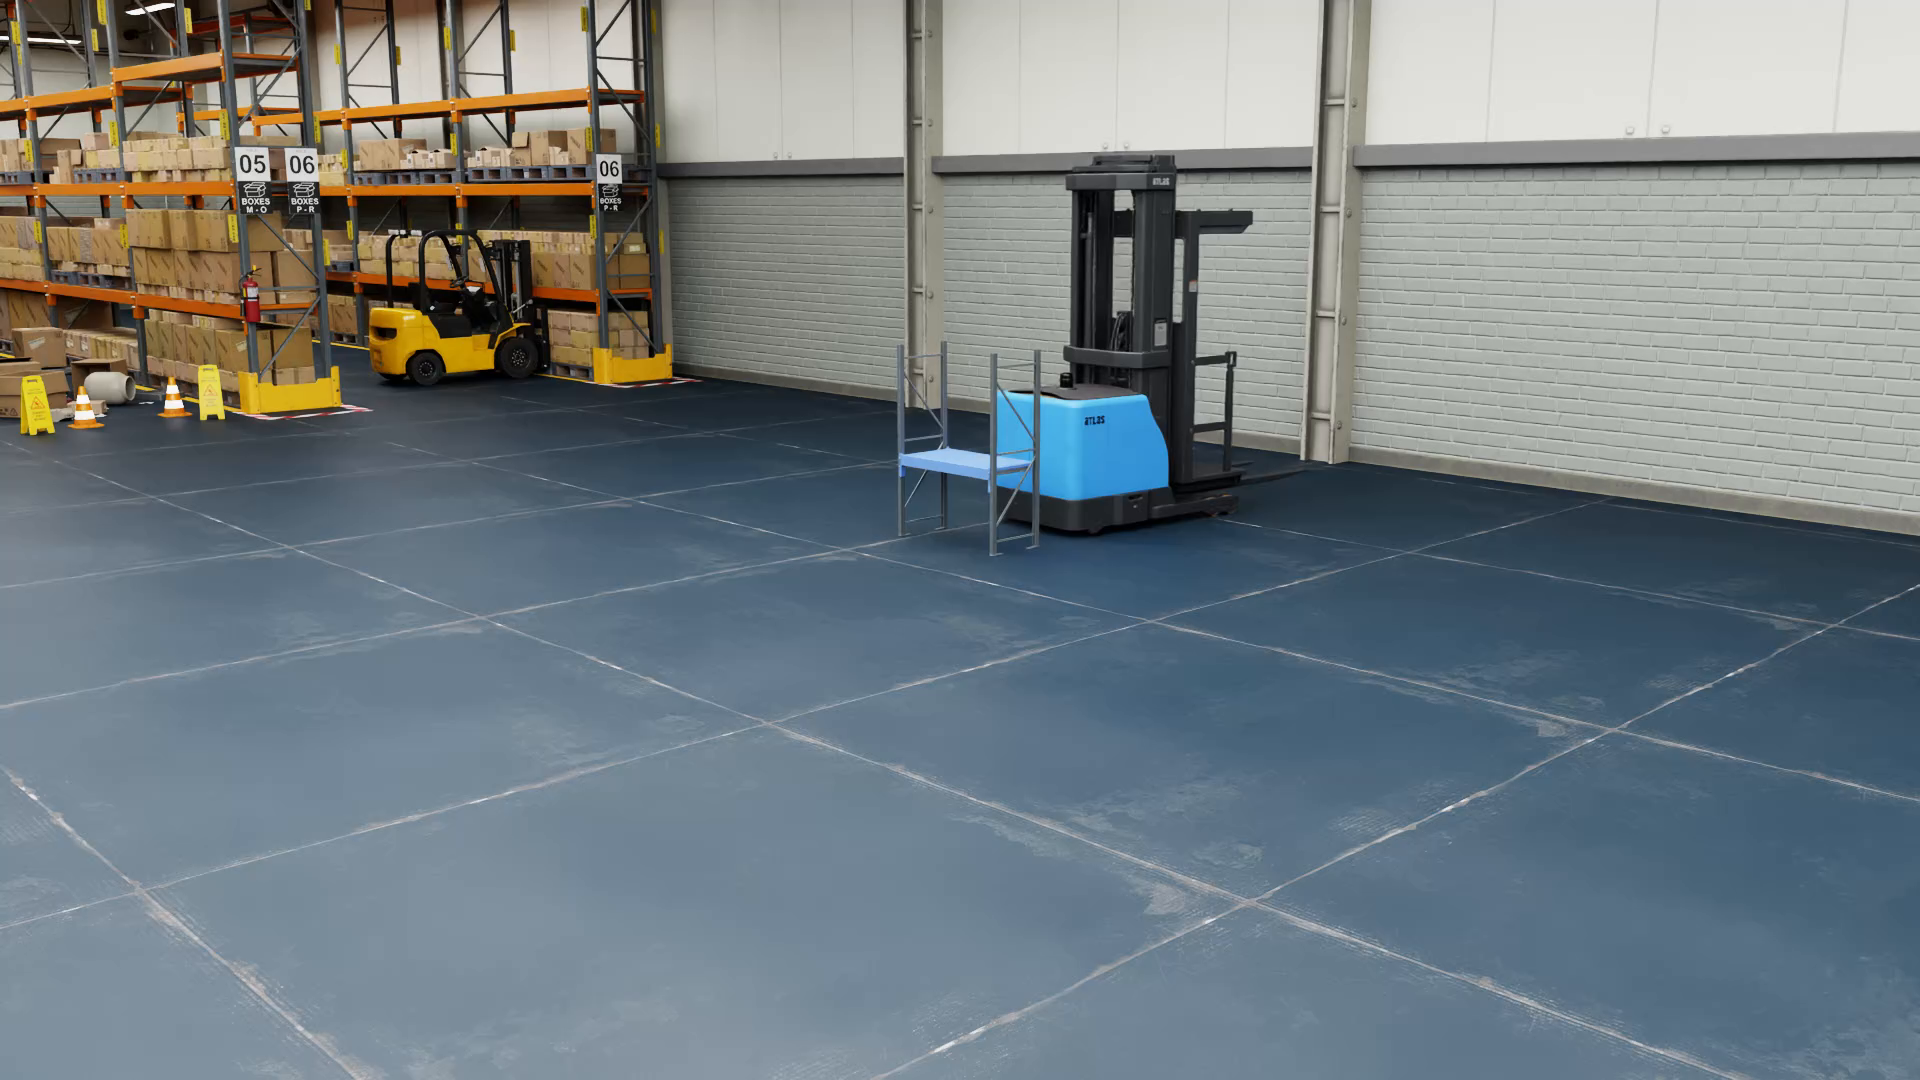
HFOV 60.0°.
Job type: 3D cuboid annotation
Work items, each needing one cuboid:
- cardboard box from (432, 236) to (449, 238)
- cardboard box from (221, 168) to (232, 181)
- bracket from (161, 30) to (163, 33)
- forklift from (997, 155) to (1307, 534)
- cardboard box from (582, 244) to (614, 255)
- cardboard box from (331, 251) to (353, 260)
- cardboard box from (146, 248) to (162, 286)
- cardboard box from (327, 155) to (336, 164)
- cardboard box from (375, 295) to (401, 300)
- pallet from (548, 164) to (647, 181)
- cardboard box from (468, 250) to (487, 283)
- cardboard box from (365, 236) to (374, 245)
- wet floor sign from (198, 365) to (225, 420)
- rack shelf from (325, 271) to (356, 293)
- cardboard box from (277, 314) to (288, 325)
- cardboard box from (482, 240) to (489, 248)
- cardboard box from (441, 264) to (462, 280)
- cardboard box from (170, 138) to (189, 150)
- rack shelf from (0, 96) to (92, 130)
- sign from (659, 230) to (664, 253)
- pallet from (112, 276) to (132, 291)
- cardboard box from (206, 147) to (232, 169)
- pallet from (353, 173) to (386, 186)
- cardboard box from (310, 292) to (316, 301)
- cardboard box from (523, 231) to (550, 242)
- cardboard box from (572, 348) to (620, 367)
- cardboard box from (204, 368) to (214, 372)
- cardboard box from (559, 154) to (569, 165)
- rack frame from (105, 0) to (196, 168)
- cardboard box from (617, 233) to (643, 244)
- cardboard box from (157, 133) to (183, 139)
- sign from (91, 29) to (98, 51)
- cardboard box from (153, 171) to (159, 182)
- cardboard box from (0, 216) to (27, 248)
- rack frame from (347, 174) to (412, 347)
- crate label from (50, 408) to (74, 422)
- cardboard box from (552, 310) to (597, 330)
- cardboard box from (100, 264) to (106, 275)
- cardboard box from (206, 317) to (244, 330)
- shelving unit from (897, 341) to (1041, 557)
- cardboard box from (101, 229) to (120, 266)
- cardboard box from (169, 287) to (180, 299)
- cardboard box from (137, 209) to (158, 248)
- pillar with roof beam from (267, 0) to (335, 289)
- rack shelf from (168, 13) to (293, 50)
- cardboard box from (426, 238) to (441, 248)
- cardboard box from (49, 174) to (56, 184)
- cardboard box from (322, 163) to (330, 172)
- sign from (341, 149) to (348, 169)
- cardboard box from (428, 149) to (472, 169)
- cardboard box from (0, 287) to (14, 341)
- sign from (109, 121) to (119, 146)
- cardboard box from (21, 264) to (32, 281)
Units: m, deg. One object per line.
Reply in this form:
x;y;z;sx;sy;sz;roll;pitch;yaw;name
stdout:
-8.844;-5.095;28.353;0.380;0.149;0.250;-10;15;-41;cardboard box
-8.801;-4.468;20.356;0.380;0.149;0.250;-11;16;-42;cardboard box
-17.568;-11.368;36.868;0.235;0.232;0.430;-11;16;-43;bracket
1.717;-1.701;13.906;3.031;2.935;1.130;-9;15;-38;forklift
-5.207;-4.180;23.910;0.380;0.149;0.250;-11;16;-42;cardboard box
-11.021;-5.094;29.785;0.380;0.149;0.250;-11;16;-42;cardboard box
-10.649;-3.715;22.523;0.500;0.500;0.500;-11;16;-43;cardboard box
-11.066;-6.799;29.694;0.250;0.149;0.380;11;16;43;cardboard box
-10.424;-4.388;30.321;0.380;0.149;0.250;-10;15;-40;cardboard box
-5.234;-5.334;24.154;1.003;0.211;1.213;-11;16;-43;pallet
-7.410;-4.333;26.262;0.500;0.500;0.500;11;16;44;cardboard box
-10.097;-5.209;28.908;0.380;0.149;0.250;-10;16;-41;cardboard box
-8.995;-1.779;19.949;0.267;0.644;0.232;-5;13;-23;wet floor sign
-11.671;-4.909;31.086;1.077;0.370;4.000;-11;16;-43;rack shelf
-12.880;-4.432;32.145;0.500;0.500;0.500;-10;15;-40;cardboard box
-7.317;-4.631;26.101;0.380;0.149;0.250;-10;16;-41;cardboard box
-8.064;-4.349;26.958;0.500;0.250;0.500;-10;16;-41;cardboard box
-9.883;-5.073;21.315;0.380;0.149;0.250;-10;16;-41;cardboard box
-15.258;-6.959;27.161;1.077;0.370;4.000;-11;16;-43;rack shelf
-4.359;-4.341;24.205;0.100;0.325;0.005;-11;16;-43;sign
-11.537;-3.731;24.062;1.003;0.211;1.213;-11;16;-43;pallet
-8.900;-4.688;20.432;0.500;0.250;0.500;-11;16;-43;cardboard box
-9.756;-6.259;28.893;1.213;0.211;1.003;-10;15;-40;pallet
-12.049;-4.581;31.258;0.380;0.149;0.250;-10;15;-41;cardboard box
-6.390;-4.599;25.207;0.380;0.149;0.250;-11;16;-42;cardboard box
-5.318;-2.685;24.284;0.500;0.250;0.500;-11;16;-42;cardboard box
-9.457;-2.125;21.568;0.500;0.250;0.500;-11;16;-42;cardboard box
-5.557;-5.481;23.981;0.250;0.149;0.380;11;16;44;cardboard box
-11.115;-6.631;22.798;1.000;3.000;0.127;-11;16;-43;rack frame
-4.842;-4.393;24.206;0.380;0.149;0.250;-11;16;-44;cardboard box
-11.580;-5.752;24.054;0.500;0.250;0.500;-11;16;-44;cardboard box
-13.491;-7.788;25.903;0.100;0.325;0.005;-11;16;-43;sign
-10.541;-4.851;22.211;0.380;0.149;0.250;-10;15;-41;cardboard box
-15.466;-5.076;27.392;0.500;0.500;0.500;-11;16;-43;cardboard box
-10.289;-4.969;29.597;1.000;3.000;0.127;-11;16;-43;rack frame
-10.738;-1.492;19.814;0.298;0.136;0.250;3;12;16;crate label
-5.665;-3.248;24.537;0.500;0.250;0.500;-11;16;-42;cardboard box
-12.221;-3.923;24.099;0.380;0.149;0.250;-11;16;-42;cardboard box
-9.396;-2.778;21.269;0.380;0.149;0.250;-10;15;-41;cardboard box
0.059;-0.722;12.700;0.538;1.500;1.048;-11;16;-43;shelving unit
-11.943;-4.201;23.843;0.500;0.500;0.500;-11;16;-42;cardboard box
-10.252;-3.291;22.076;0.380;0.149;0.250;-11;16;-42;cardboard box
-10.631;-4.205;22.427;0.700;0.500;0.500;-11;16;-42;cardboard box
-15.994;-8.118;30.016;9.100;9.000;0.548;-11;16;-43;pillar with roof beam
-14.433;-10.058;32.979;1.077;0.370;4.000;-11;16;-43;rack shelf
-8.523;-4.869;27.255;0.250;0.149;0.380;11;16;43;cardboard box
-13.782;-5.553;25.621;0.380;0.149;0.250;-11;16;-43;cardboard box
-11.239;-6.691;29.904;0.380;0.149;0.250;-11;16;-43;cardboard box
-10.683;-6.616;28.876;0.100;0.325;0.005;-11;16;-43;sign
-8.203;-6.137;26.765;0.500;0.311;0.500;11;16;43;cardboard box
-16.153;-3.946;28.857;0.875;0.875;0.875;-10;15;-41;cardboard box
-11.513;-5.530;22.631;0.100;0.325;0.005;-11;16;-43;sign
-14.778;-4.313;26.786;0.500;0.250;0.500;-11;16;-42;cardboard box
